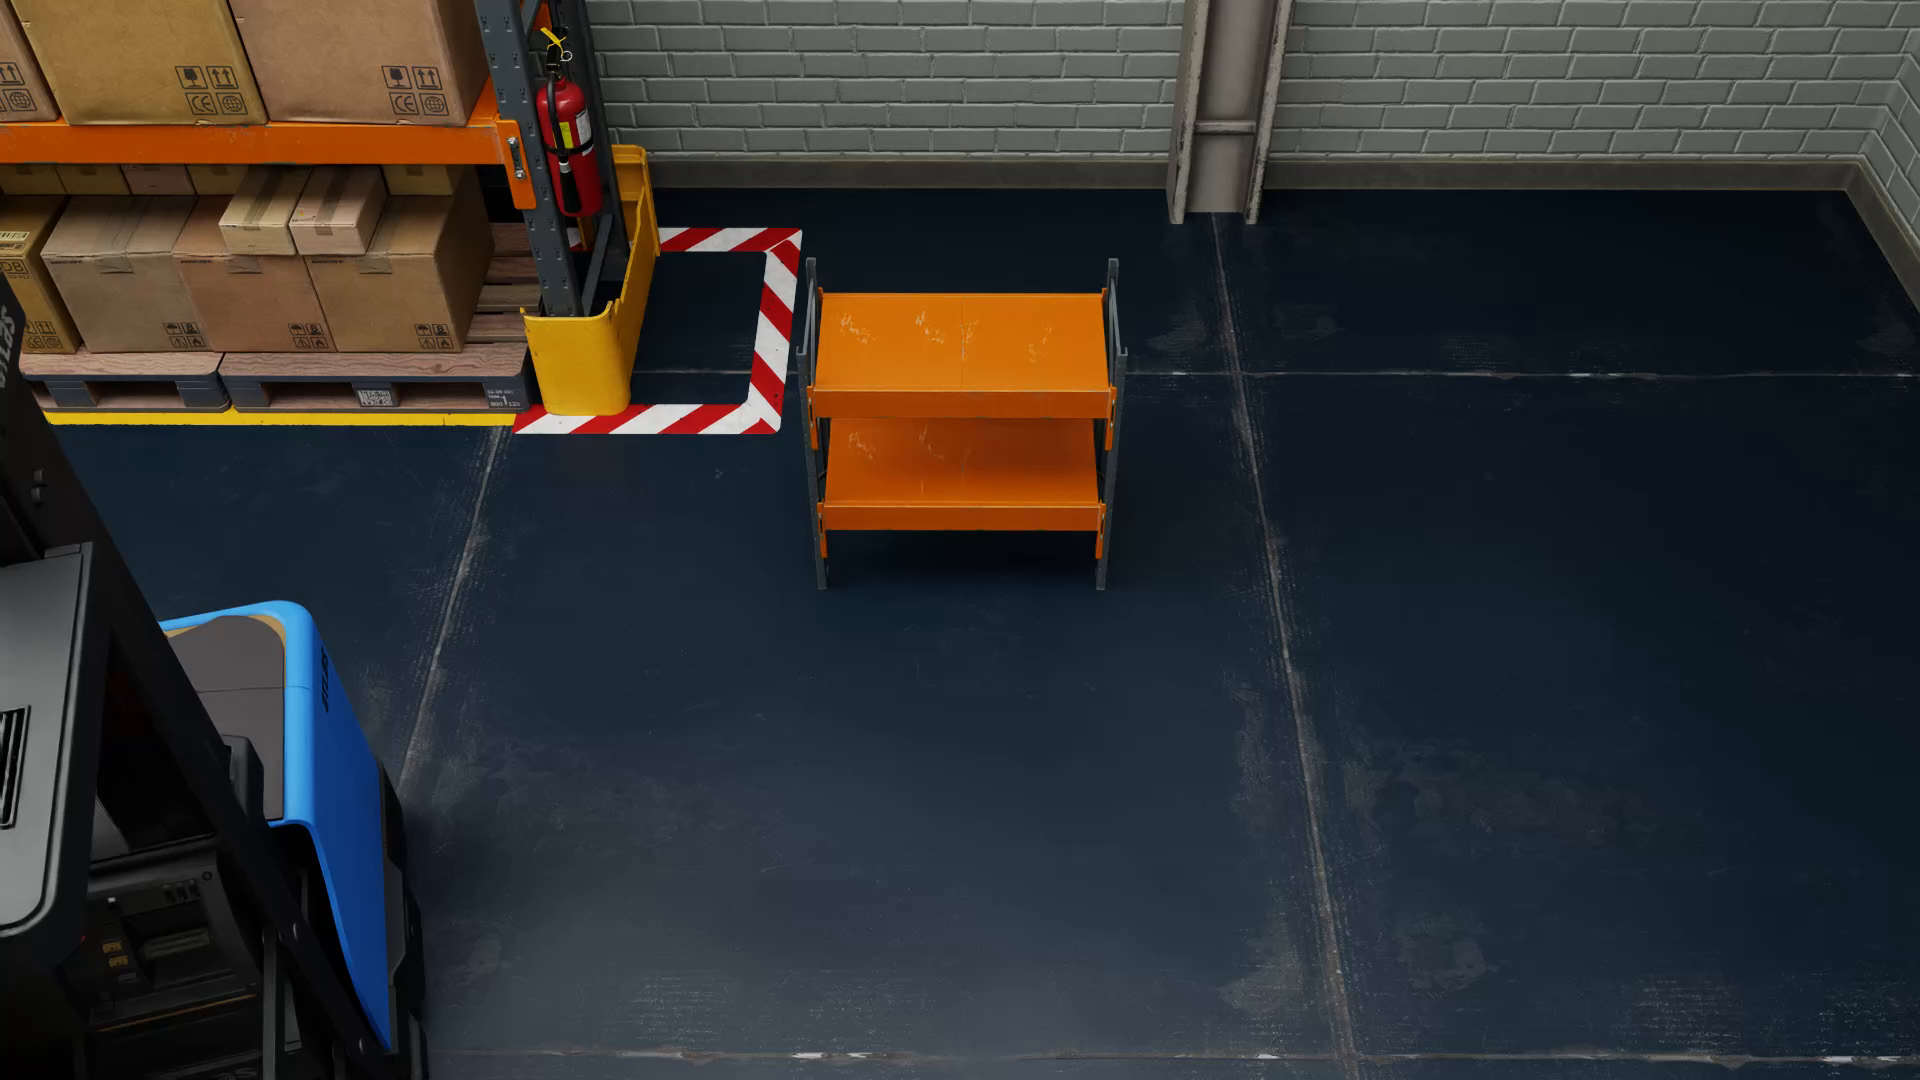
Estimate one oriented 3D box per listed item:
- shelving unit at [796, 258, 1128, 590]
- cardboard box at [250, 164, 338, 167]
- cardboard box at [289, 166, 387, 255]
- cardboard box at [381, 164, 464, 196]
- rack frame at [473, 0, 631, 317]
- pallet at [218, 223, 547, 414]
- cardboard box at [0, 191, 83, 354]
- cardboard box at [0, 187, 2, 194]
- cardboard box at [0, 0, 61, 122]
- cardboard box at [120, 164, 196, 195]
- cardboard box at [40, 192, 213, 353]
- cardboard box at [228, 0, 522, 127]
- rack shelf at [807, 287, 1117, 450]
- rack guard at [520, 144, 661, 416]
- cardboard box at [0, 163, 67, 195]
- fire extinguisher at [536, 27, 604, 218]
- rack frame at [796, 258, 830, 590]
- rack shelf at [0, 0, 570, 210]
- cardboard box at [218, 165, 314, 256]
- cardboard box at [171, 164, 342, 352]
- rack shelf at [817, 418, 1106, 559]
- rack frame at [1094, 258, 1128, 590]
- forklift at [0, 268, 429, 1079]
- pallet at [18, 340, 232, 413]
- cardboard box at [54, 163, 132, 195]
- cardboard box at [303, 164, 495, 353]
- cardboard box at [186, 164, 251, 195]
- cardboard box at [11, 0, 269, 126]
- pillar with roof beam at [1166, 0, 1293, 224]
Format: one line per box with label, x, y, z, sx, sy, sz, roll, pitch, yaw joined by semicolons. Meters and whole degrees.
shelving unit;0.007;-0.383;5.838;1.048;1.125;0.538;0;47;0
cardboard box;-2.622;-1.541;6.612;0.250;0.149;0.380;0;47;0
cardboard box;-2.371;-1.261;6.352;0.250;0.149;0.380;0;47;0
cardboard box;-2.116;-1.540;6.612;0.250;0.149;0.380;0;47;0
rack frame;-1.541;-1.953;6.018;0.127;3.000;1.000;0;47;0
pallet;-2.341;-0.947;6.988;1.213;0.211;1.003;0;47;0
cardboard box;-3.778;-1.171;6.712;0.500;0.500;0.700;1;47;1
cardboard box;-3.895;-1.543;6.615;0.250;0.149;0.380;1;47;1
cardboard box;-3.541;-2.052;5.905;0.700;0.700;0.980;-2;47;-2
cardboard box;-3.127;-1.542;6.614;0.250;0.149;0.380;1;47;1
cardboard box;-3.245;-1.175;6.715;0.500;0.500;0.700;-1;47;-1
cardboard box;-2.051;-2.049;5.903;0.700;0.700;0.980;2;47;2
rack shelf;0.007;-0.583;5.624;1.000;0.278;0.538;0;47;0
rack guard;-1.517;-1.101;6.933;0.348;0.500;1.175;0;47;0
cardboard box;-3.637;-1.543;6.615;0.250;0.149;0.380;-1;47;-1
fire extinguisher;-1.392;-1.461;5.868;0.183;0.674;0.296;0;47;0
rack frame;-0.502;-0.385;5.840;0.032;1.125;0.500;0;47;0
rack shelf;-3.541;-1.713;6.287;4.000;0.370;1.077;0;47;0
cardboard box;-2.626;-1.261;6.352;0.250;0.149;0.380;1;47;1
cardboard box;-2.742;-1.174;6.714;0.500;0.500;0.700;0;47;0
rack shelf;0.007;-0.217;6.017;1.000;0.278;0.538;0;47;0
rack frame;0.515;-0.382;5.837;0.032;1.125;0.500;0;47;0
forklift;-1.925;1.021;3.297;1.130;2.935;3.031;-11;48;-10
pallet;-3.558;-0.953;6.993;1.213;0.211;1.003;0;47;0
cardboard box;-3.384;-1.542;6.614;0.250;0.149;0.380;1;47;1
cardboard box;-2.242;-1.173;6.713;0.500;0.500;0.700;0;47;0
cardboard box;-2.873;-1.542;6.613;0.250;0.149;0.380;1;47;0
cardboard box;-2.779;-2.043;5.897;0.700;0.700;0.980;0;47;0
pillar with roof beam;1.146;-1.471;1.472;0.400;9.000;9.100;0;47;0
